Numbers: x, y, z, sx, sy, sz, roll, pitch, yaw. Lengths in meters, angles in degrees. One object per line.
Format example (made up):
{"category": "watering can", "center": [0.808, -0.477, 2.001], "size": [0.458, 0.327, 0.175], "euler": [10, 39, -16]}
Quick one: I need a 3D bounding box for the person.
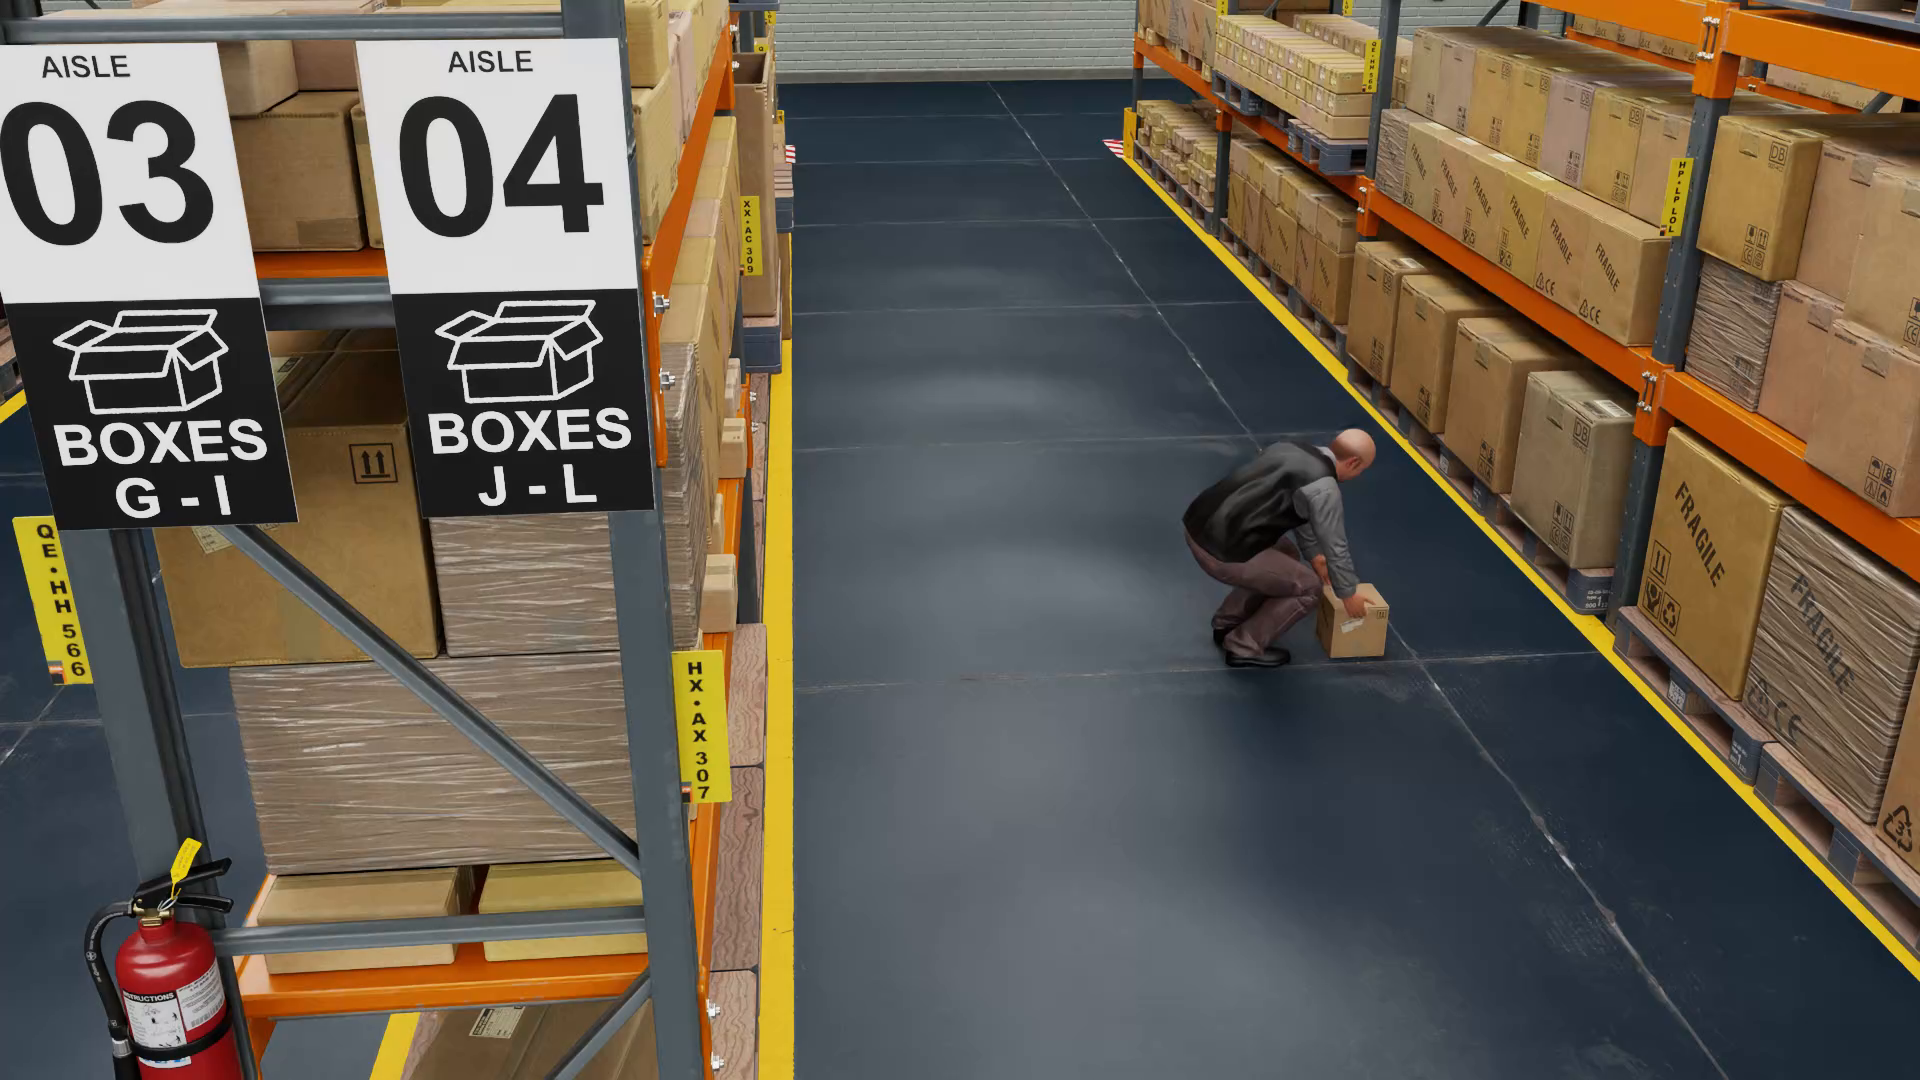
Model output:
{"category": "person", "center": [1.389, -0.280, 7.317], "size": [0.591, 1.692, 0.479], "euler": [-3, 24, -6]}
